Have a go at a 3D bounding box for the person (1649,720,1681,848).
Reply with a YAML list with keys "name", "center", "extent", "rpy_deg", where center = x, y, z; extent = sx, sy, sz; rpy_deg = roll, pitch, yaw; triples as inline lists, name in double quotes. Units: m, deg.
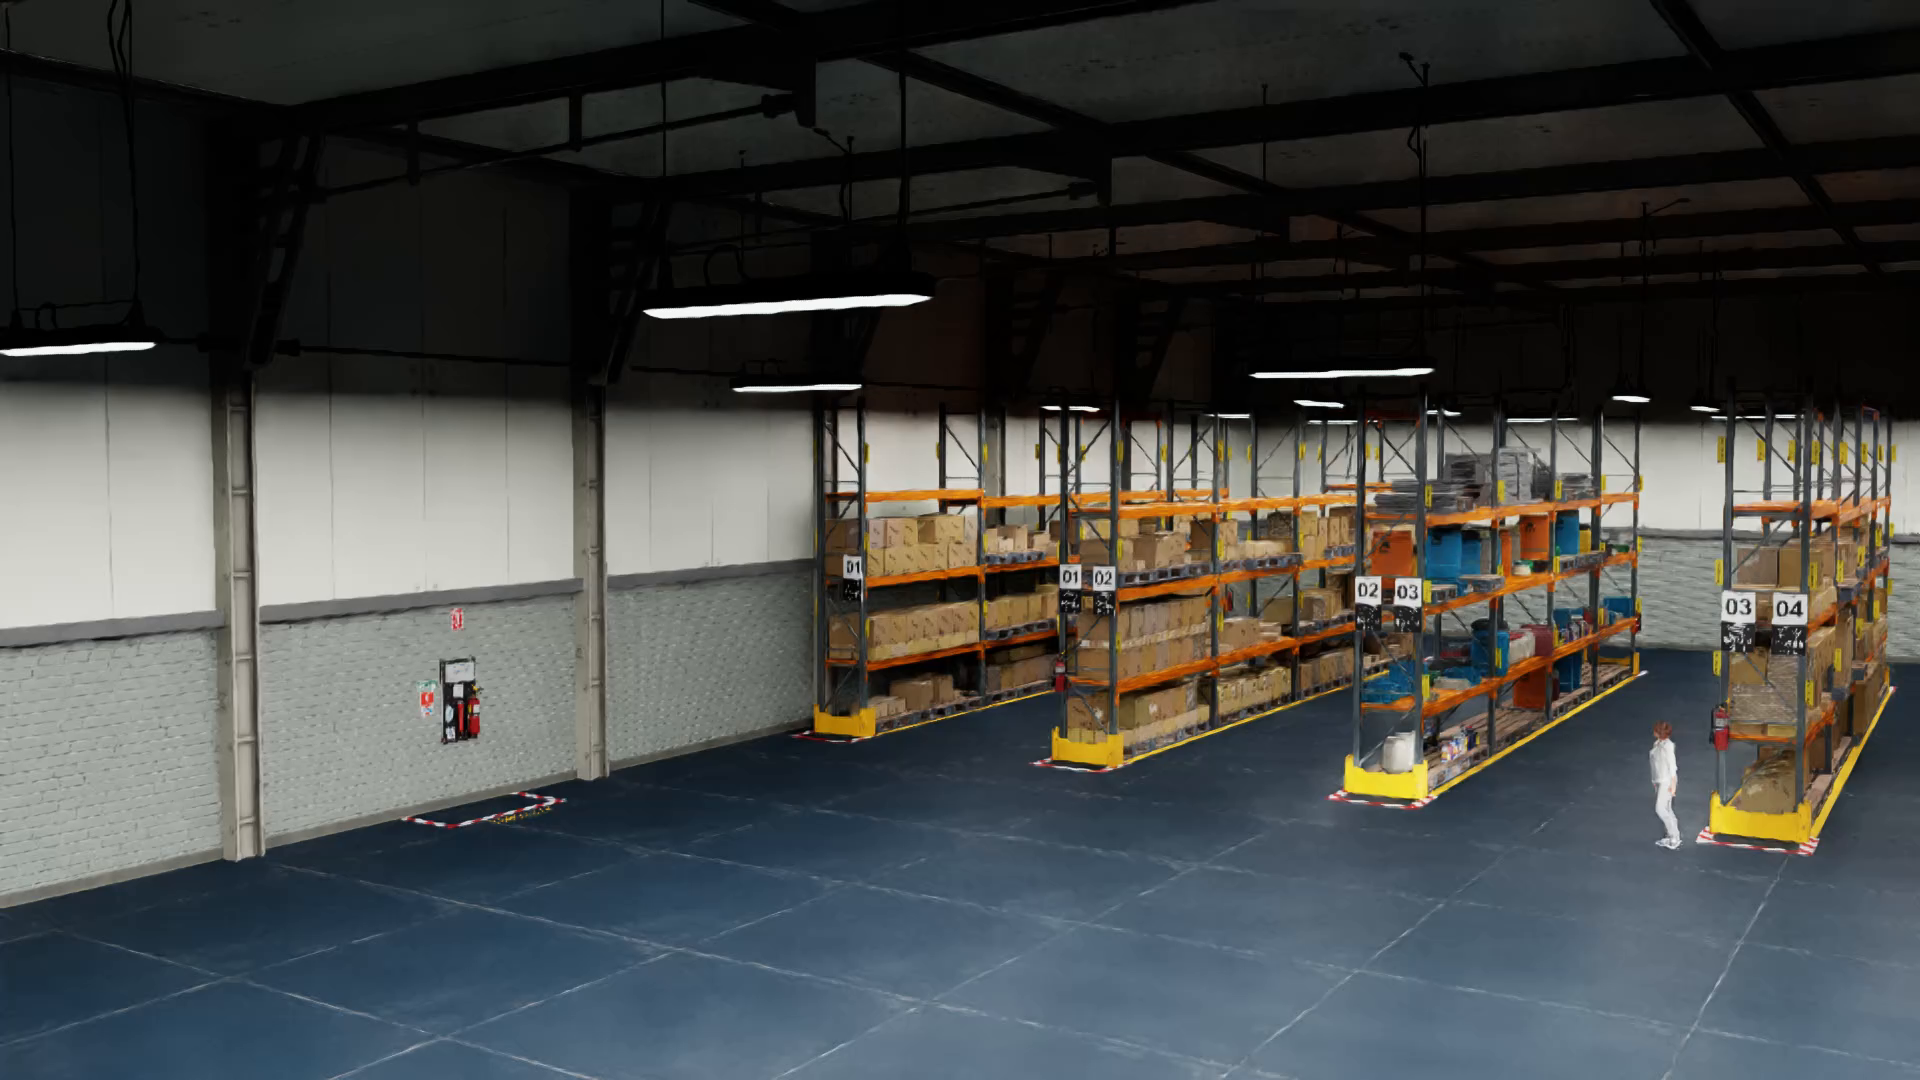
- name: "person"
  center: [8.943, 3.088, 21.068]
  extent: [0.355, 1.592, 0.517]
  rpy_deg: [0, 3, 5]
